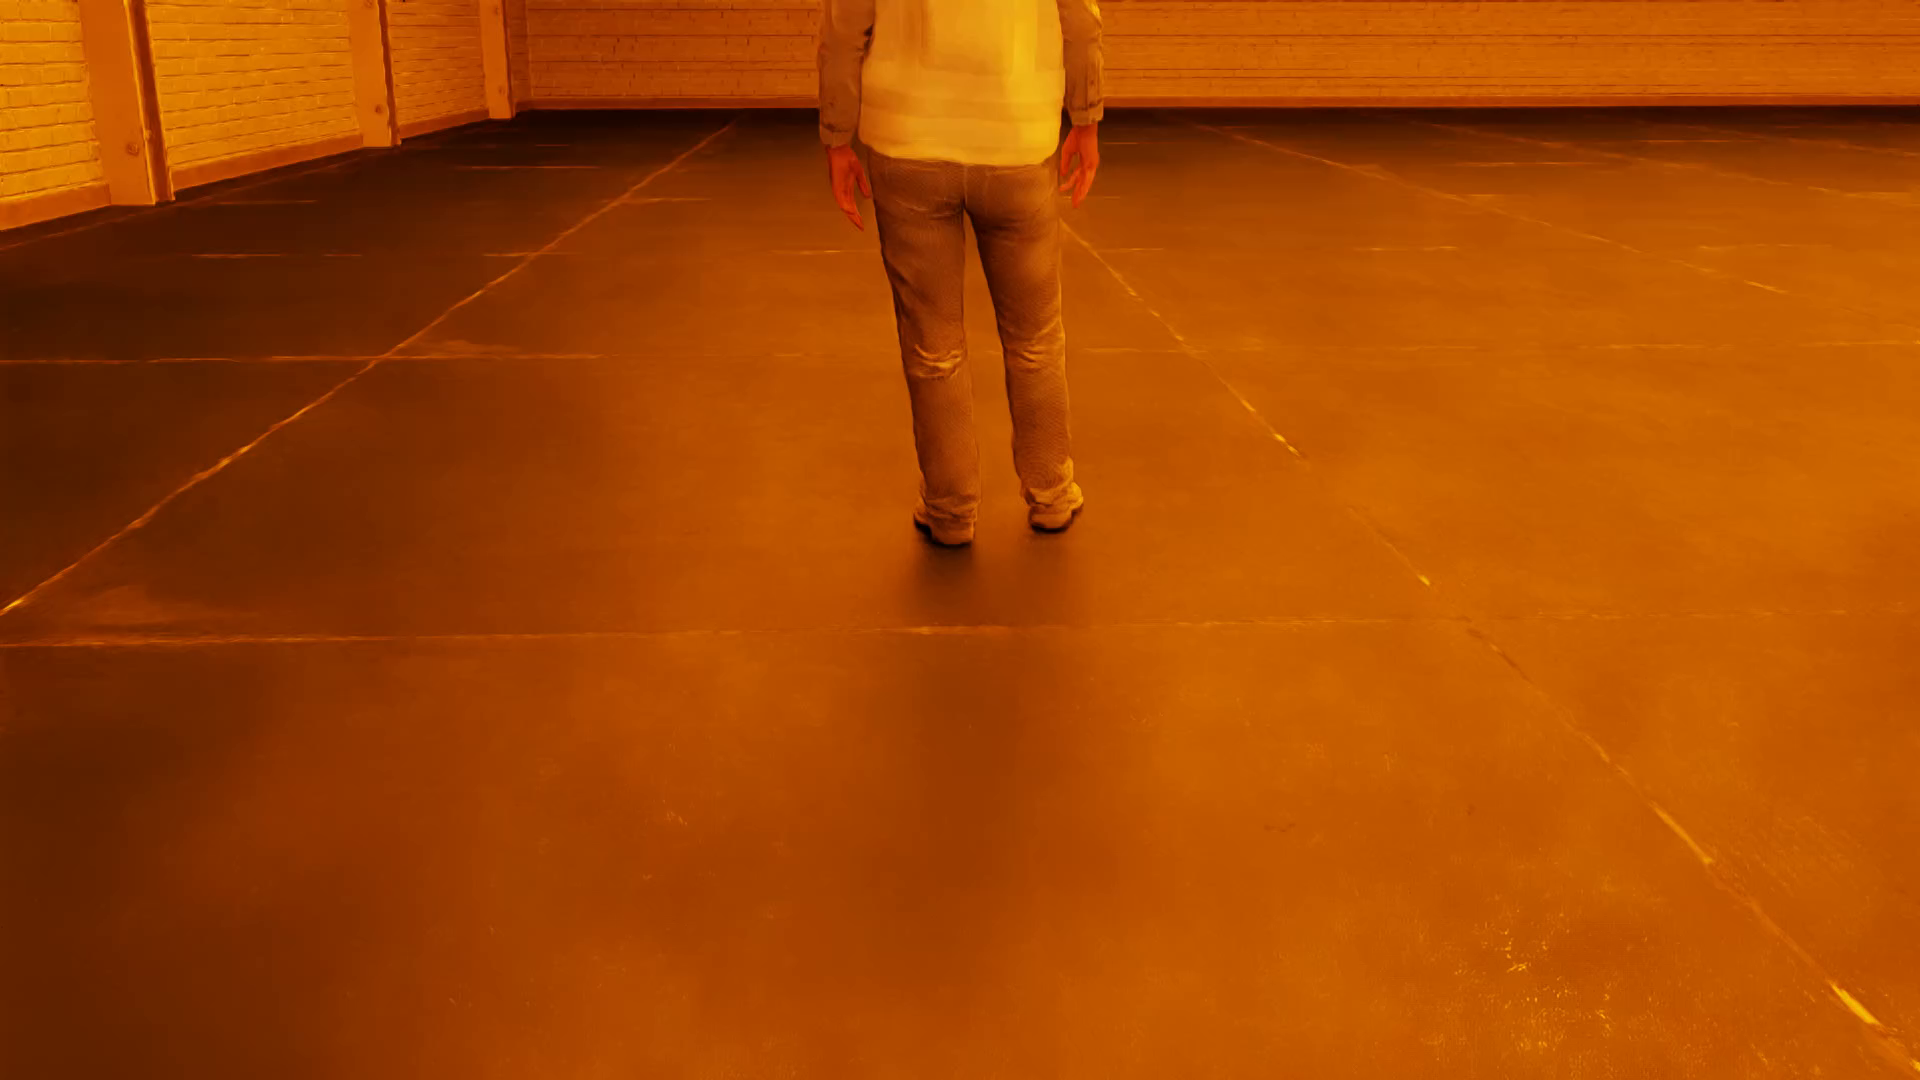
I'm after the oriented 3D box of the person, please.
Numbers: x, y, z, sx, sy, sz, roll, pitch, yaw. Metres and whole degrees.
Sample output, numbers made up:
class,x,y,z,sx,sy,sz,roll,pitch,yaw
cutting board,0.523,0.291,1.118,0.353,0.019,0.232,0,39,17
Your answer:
class,x,y,z,sx,sy,sz,roll,pitch,yaw
person,0.005,-0.874,3.716,0.632,1.773,0.567,-1,17,-3
